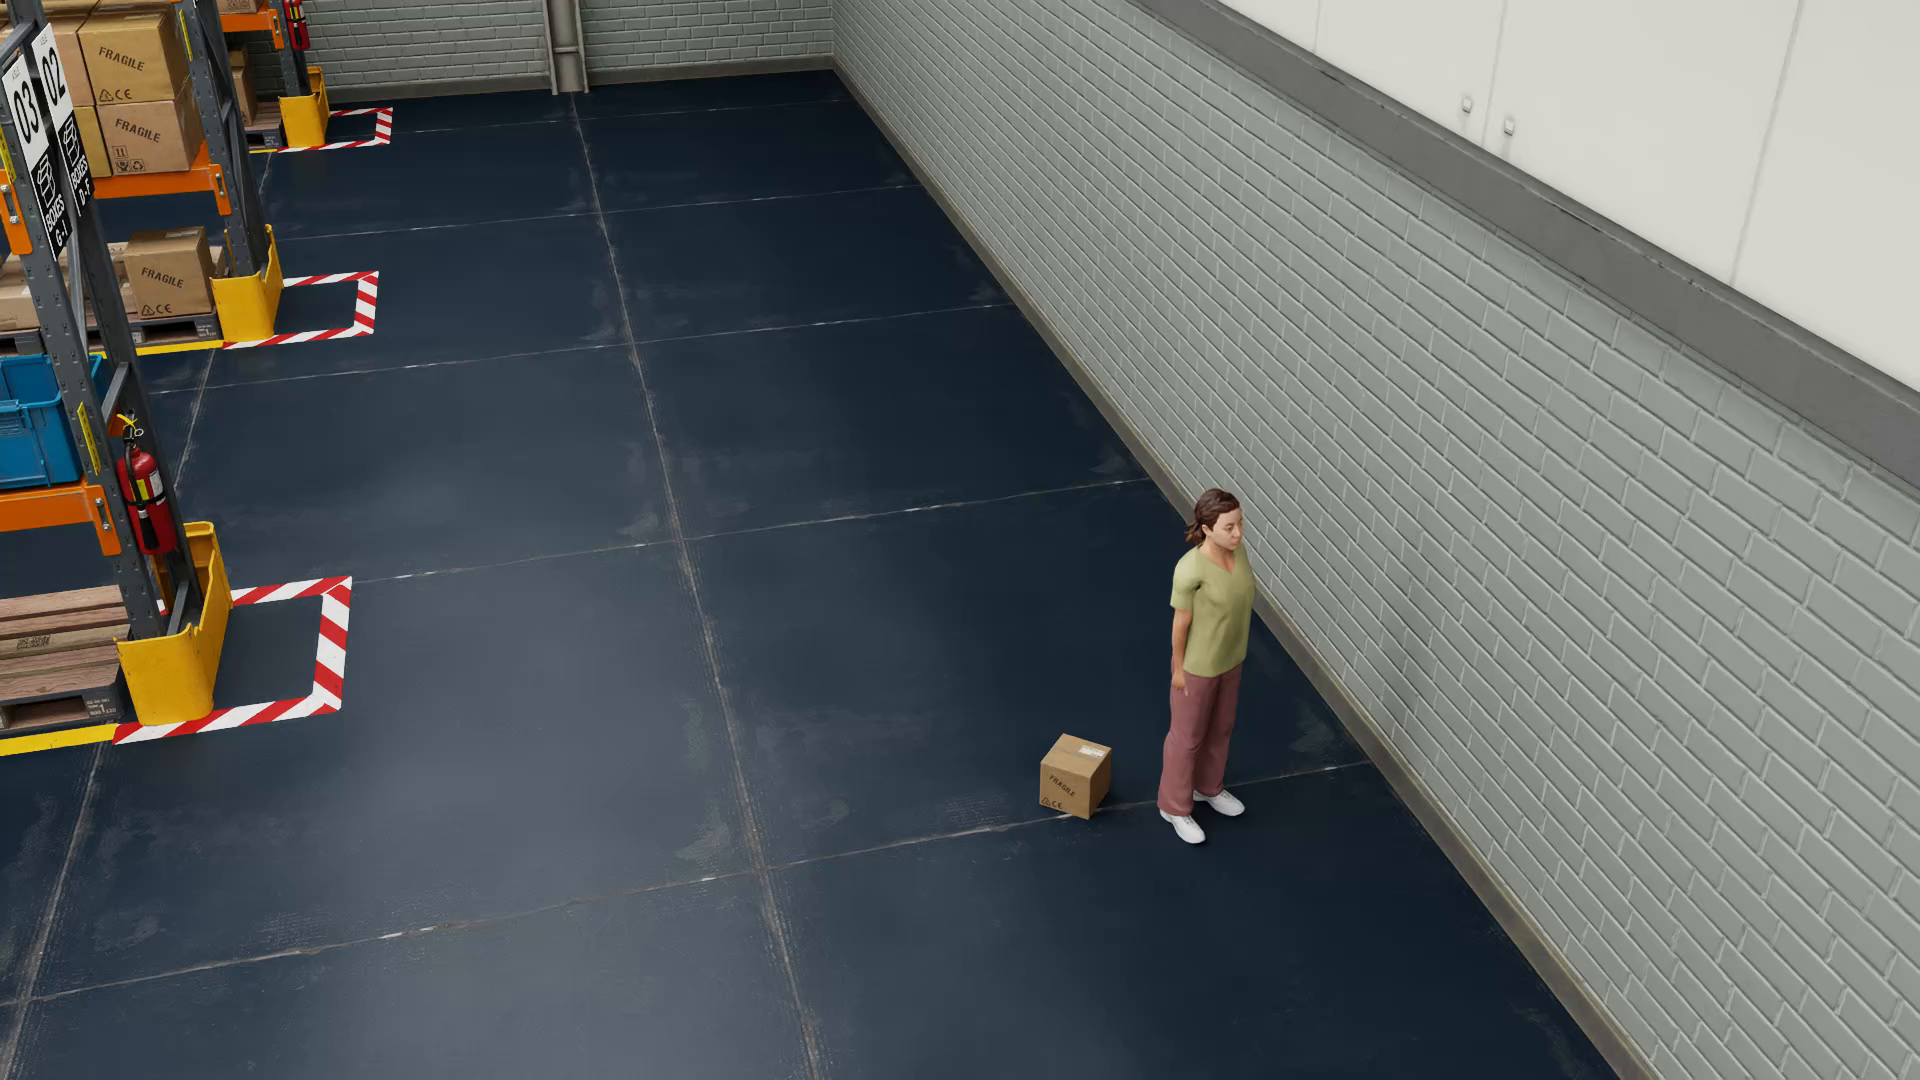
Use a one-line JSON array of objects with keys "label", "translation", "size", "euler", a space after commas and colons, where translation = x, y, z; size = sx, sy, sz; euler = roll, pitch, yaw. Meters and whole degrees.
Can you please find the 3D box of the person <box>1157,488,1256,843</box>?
[{"label": "person", "translation": [1.103, 0.534, 7.326], "size": [0.437, 1.671, 0.370], "euler": [-26, 39, -37]}]
